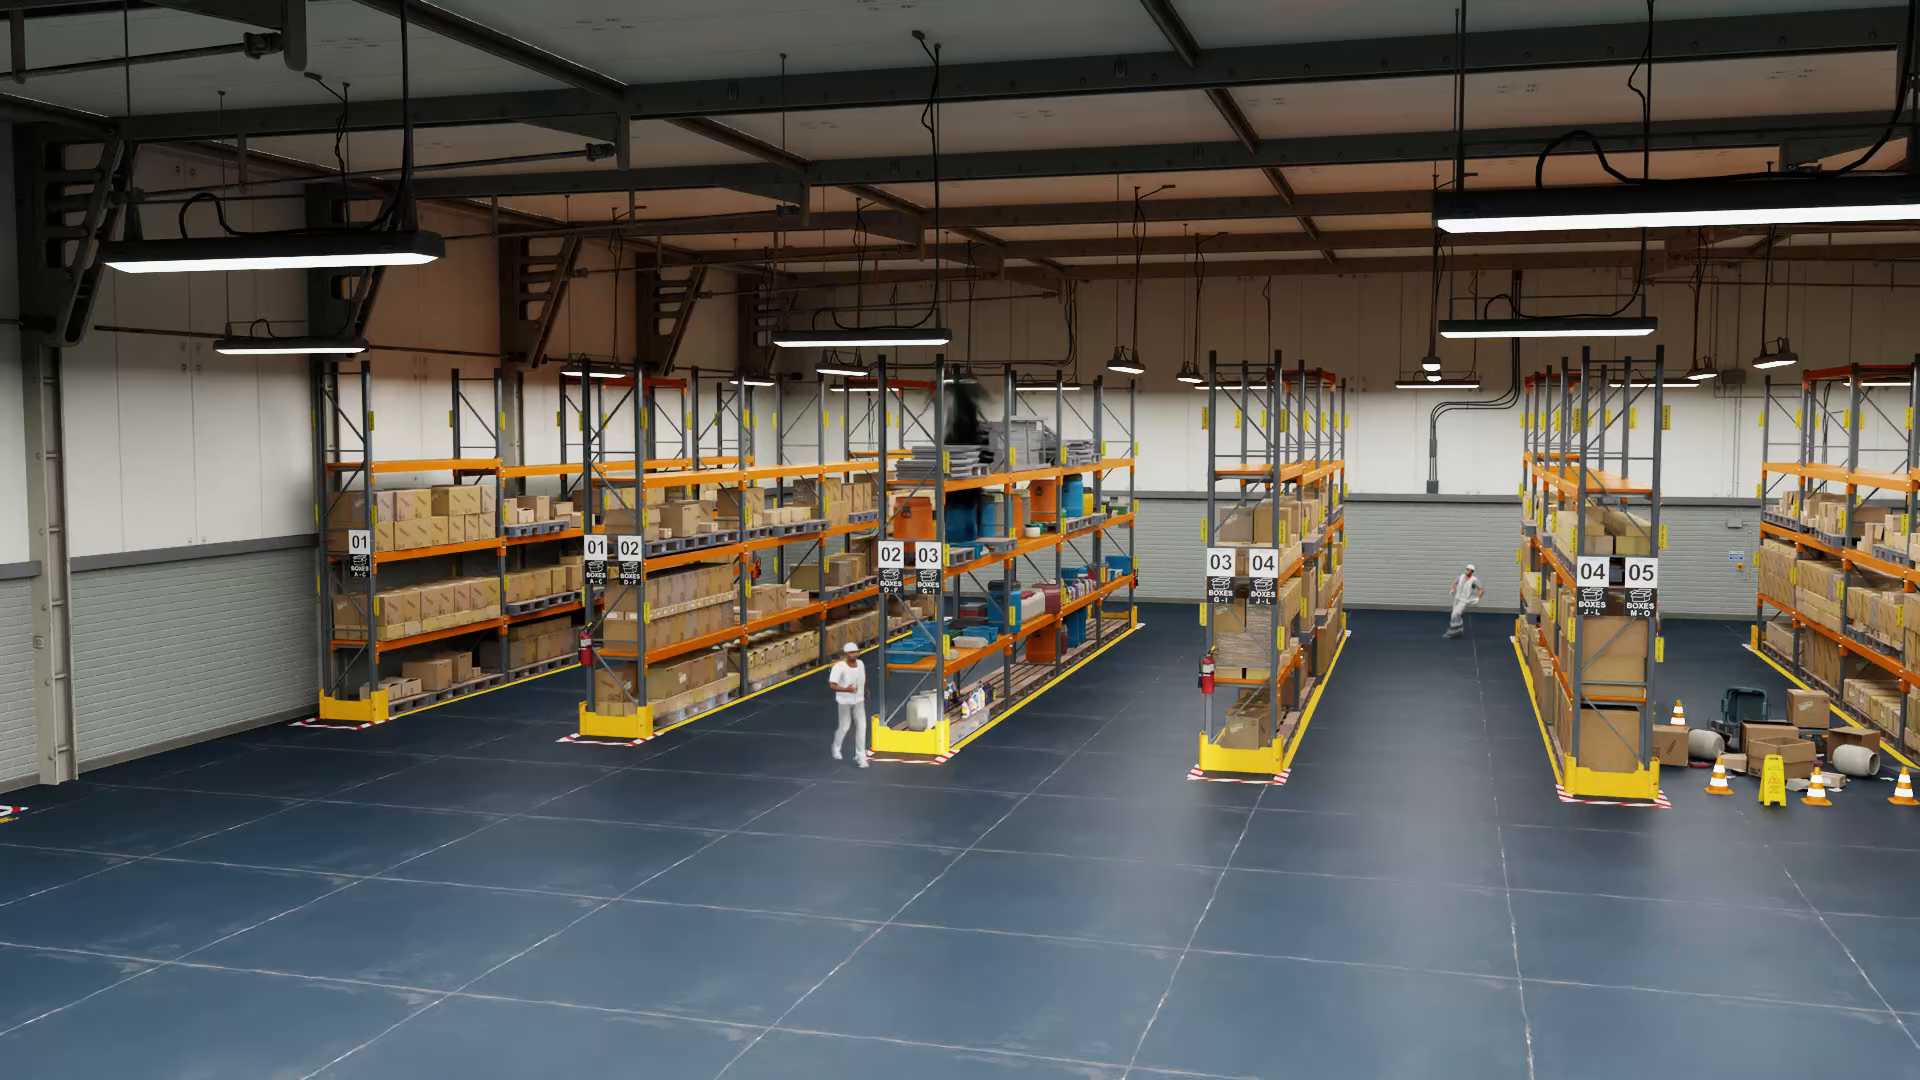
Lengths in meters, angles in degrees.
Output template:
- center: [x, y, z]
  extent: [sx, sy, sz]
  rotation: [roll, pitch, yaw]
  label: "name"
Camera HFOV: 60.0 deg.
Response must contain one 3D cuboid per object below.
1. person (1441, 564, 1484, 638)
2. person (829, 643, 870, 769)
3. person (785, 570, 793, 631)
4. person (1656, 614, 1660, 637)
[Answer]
- center: [11.532, 1.412, 38.405]
  extent: [0.821, 1.732, 0.793]
  rotation: [-2, 4, -21]
  label: "person"
- center: [-1.604, 2.396, 24.221]
  extent: [0.717, 1.829, 0.782]
  rotation: [-3, 5, -33]
  label: "person"
- center: [-3.795, 1.513, 37.745]
  extent: [0.585, 1.663, 0.851]
  rotation: [1, 4, 13]
  label: "person"
- center: [12.779, 1.884, 31.244]
  extent: [0.660, 1.763, 0.840]
  rotation: [1, 4, 15]
  label: "person"
